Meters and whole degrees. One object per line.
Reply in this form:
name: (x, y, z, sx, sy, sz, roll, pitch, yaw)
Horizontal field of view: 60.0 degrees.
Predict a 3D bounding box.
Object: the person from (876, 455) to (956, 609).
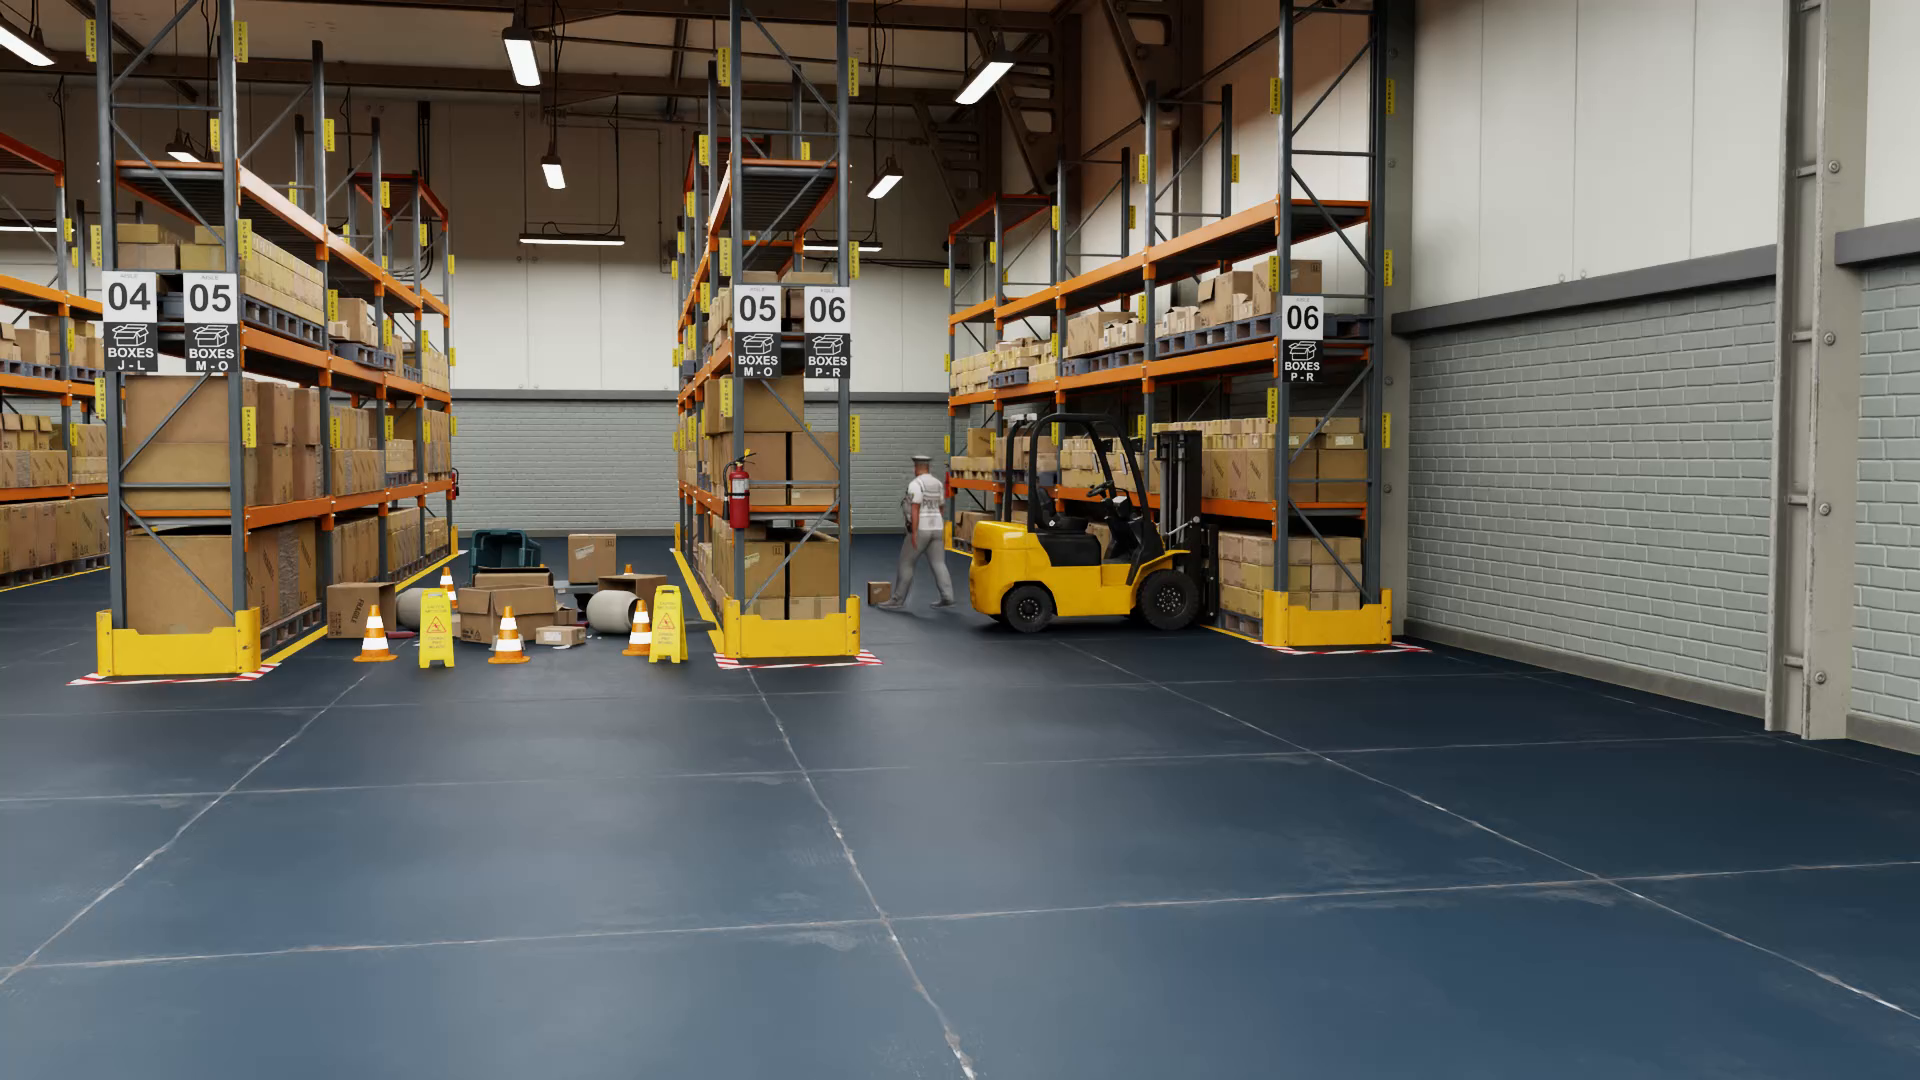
person: (-0.445, -0.089, 18.591, 0.819, 1.712, 0.639, 3, 4, 42)
